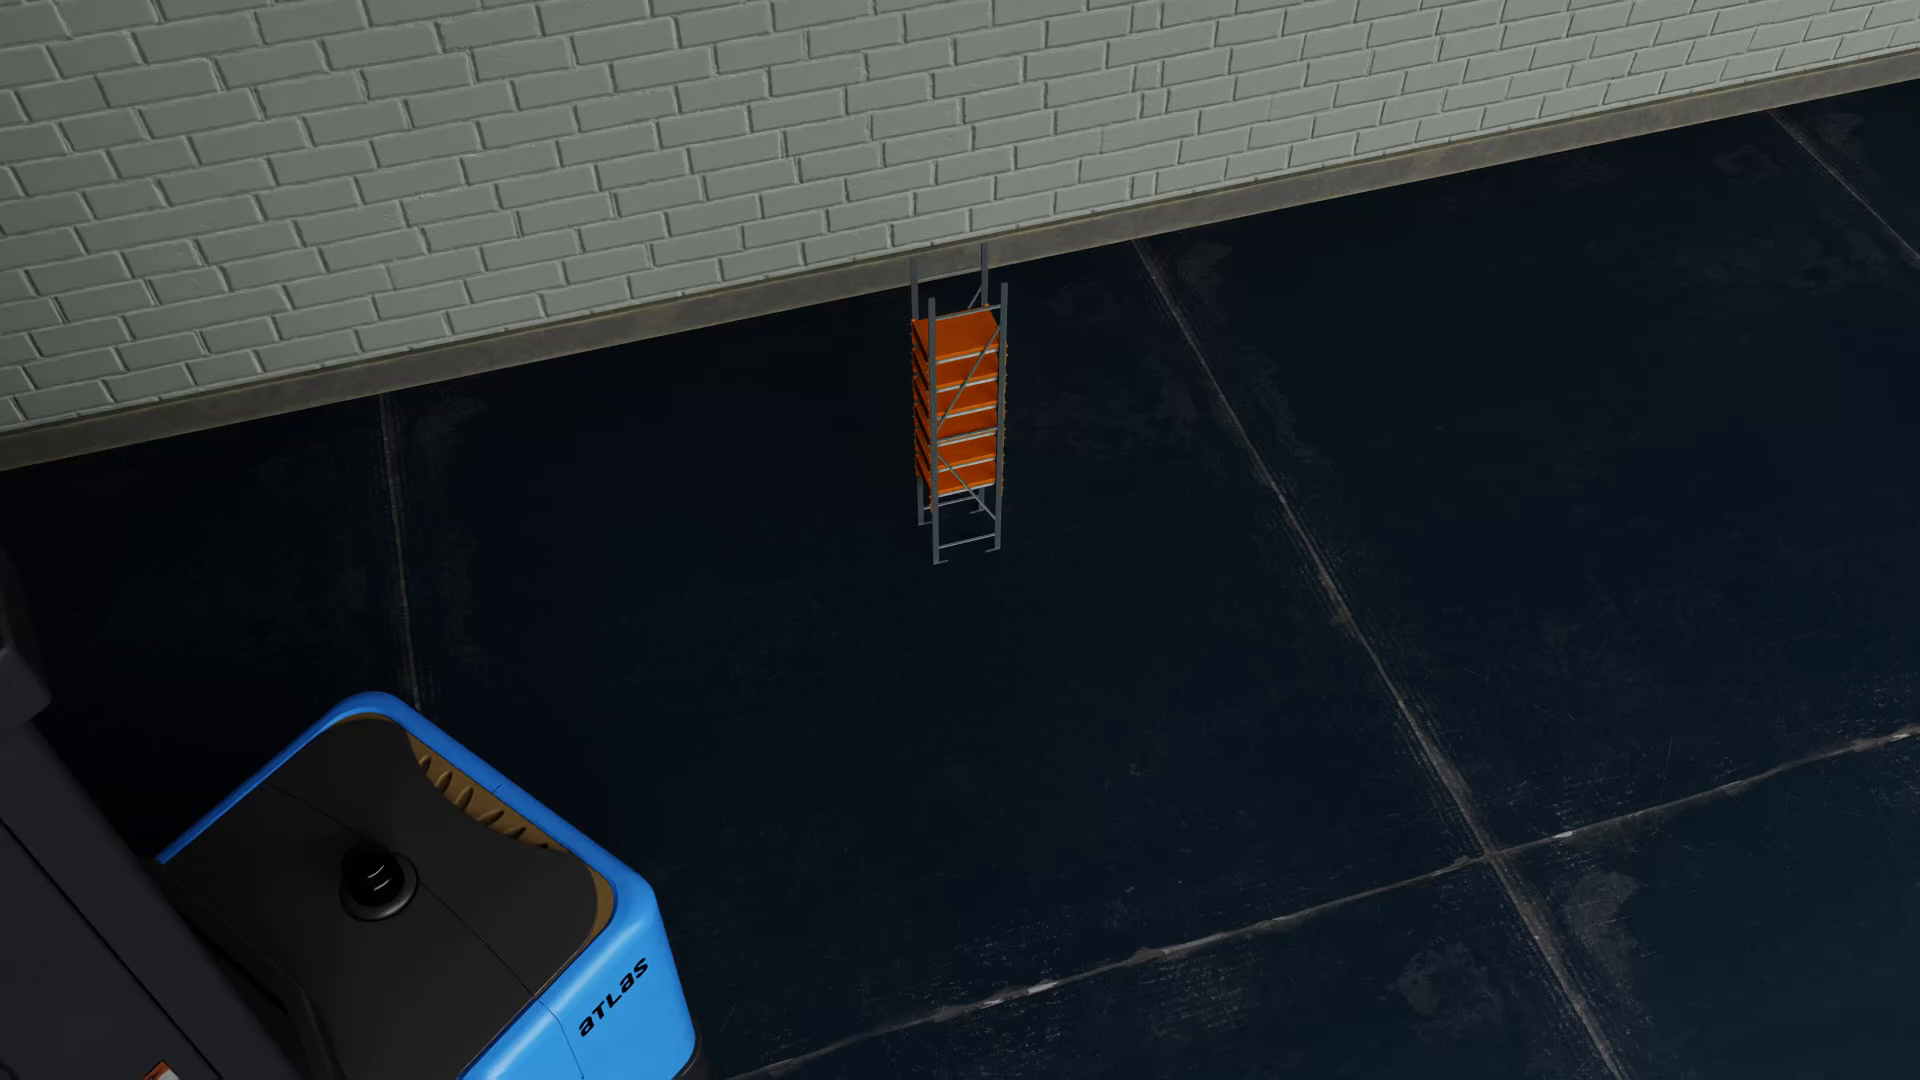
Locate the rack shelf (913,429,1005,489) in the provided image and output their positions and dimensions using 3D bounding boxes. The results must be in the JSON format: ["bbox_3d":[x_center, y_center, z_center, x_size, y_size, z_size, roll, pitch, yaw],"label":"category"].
[{"bbox_3d":[-0.004,-0.291,5.426,0.258,0.103,0.180,-13,51,-11],"label":"rack shelf"}]

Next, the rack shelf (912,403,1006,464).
[{"bbox_3d":[-0.004,-0.369,5.334,0.258,0.103,0.180,-13,51,-11],"label":"rack shelf"}]

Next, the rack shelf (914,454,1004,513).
[{"bbox_3d":[-0.004,-0.214,5.518,0.258,0.103,0.180,-13,51,-11],"label":"rack shelf"}]

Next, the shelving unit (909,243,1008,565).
[{"bbox_3d":[-0.004,-0.397,5.300,0.258,1.200,0.189,-13,51,-11],"label":"shelving unit"}]

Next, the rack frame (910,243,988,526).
[{"bbox_3d":[-0.031,-0.464,5.357,0.240,1.200,0.006,-13,51,-11],"label":"rack frame"}]

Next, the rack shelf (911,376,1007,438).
[{"bbox_3d":[-0.004,-0.446,5.242,0.258,0.103,0.180,-13,51,-11],"label":"rack shelf"}]

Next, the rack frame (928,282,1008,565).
[{"bbox_3d":[0.023,-0.330,5.244,0.240,1.200,0.006,-13,51,-11],"label":"rack frame"}]

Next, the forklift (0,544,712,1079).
[{"bbox_3d":[-1.945,1.216,2.808,1.130,2.935,3.031,30,56,23],"label":"forklift"}]

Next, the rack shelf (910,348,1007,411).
[{"bbox_3d":[-0.004,-0.523,5.151,0.258,0.103,0.180,-13,51,-11],"label":"rack shelf"}]

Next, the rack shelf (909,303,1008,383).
[{"bbox_3d":[-0.004,-0.601,5.059,0.258,0.103,0.180,-13,51,-11],"label":"rack shelf"}]
